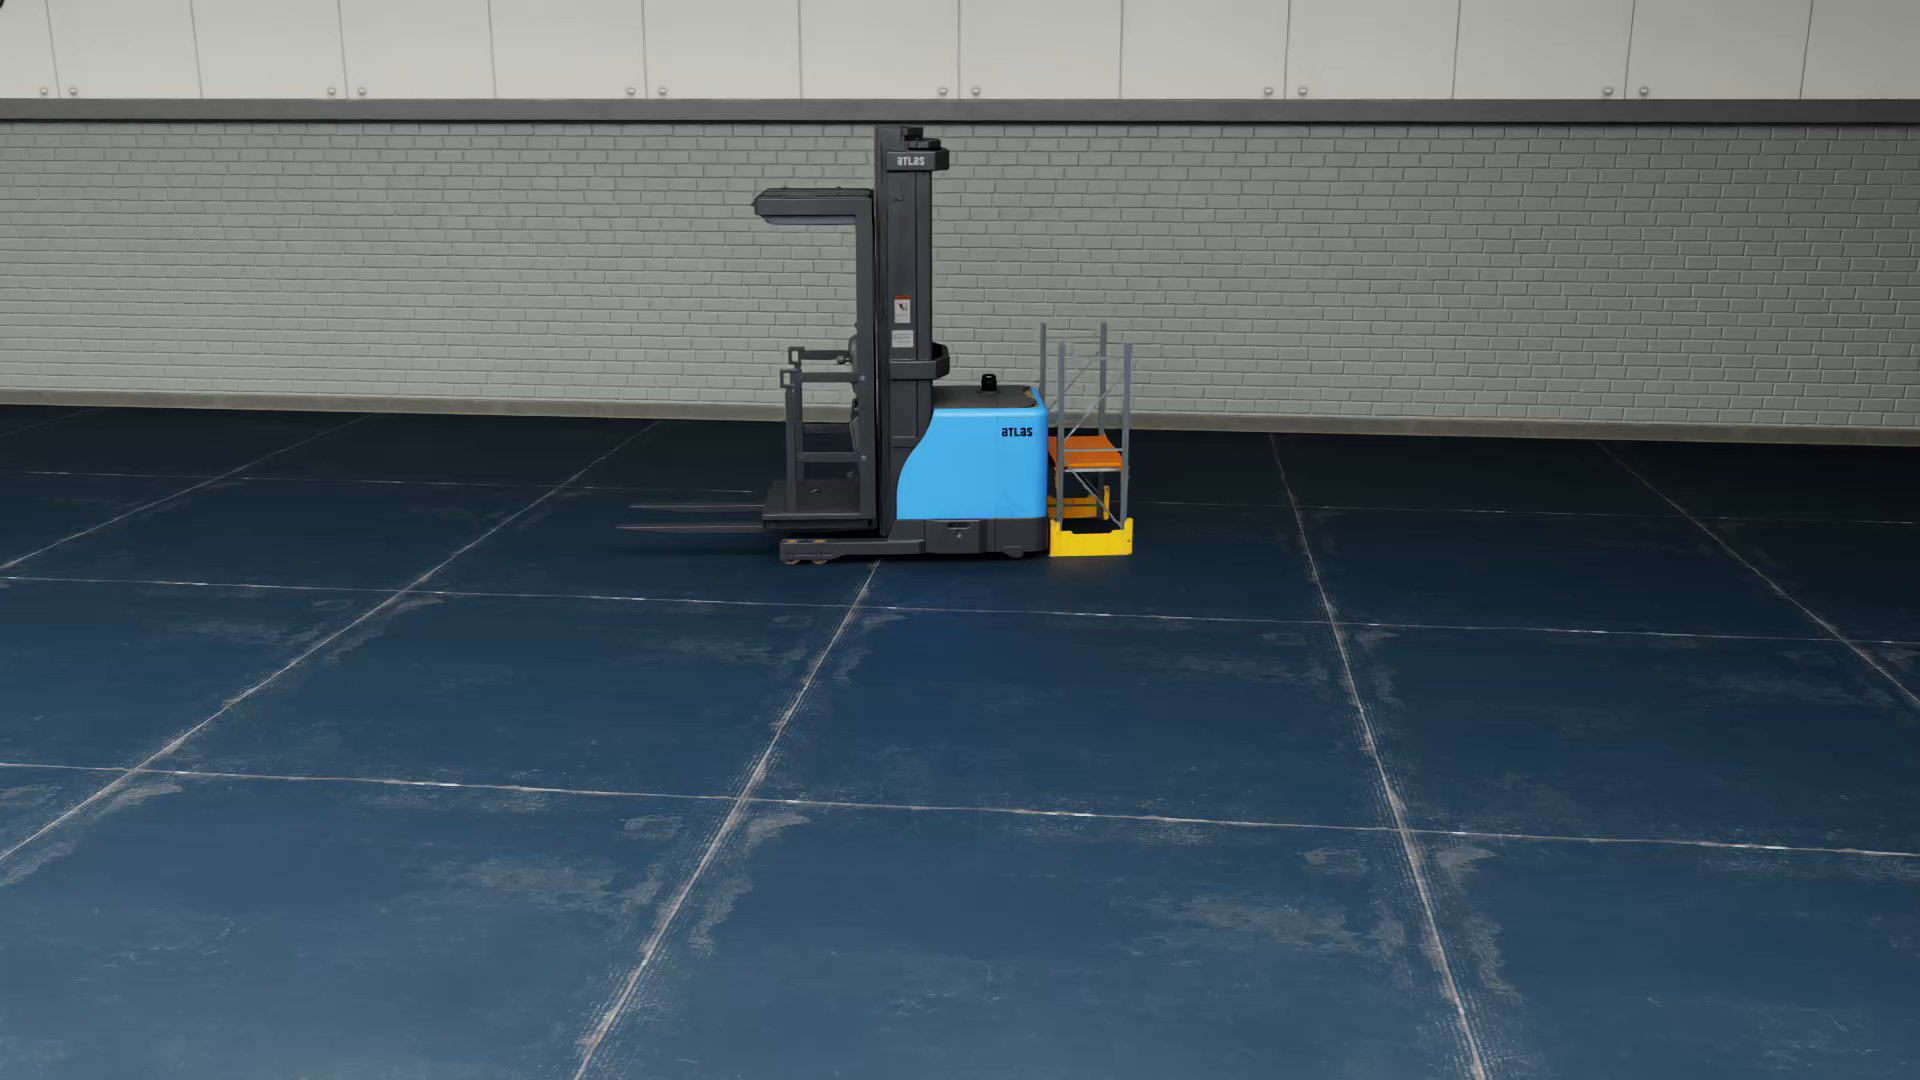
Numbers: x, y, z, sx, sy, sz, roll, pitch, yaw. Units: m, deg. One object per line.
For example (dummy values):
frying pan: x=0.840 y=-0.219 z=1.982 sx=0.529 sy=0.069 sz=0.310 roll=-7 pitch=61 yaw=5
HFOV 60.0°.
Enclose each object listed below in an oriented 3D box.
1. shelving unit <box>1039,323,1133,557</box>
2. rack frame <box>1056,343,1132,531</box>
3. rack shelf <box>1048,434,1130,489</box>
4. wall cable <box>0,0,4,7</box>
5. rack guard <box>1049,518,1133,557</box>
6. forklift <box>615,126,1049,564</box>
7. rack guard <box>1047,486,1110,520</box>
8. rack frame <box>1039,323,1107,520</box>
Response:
shelving unit: x=0.887 y=-0.753 z=12.074 sx=0.587 sy=1.500 sz=1.083 roll=-1 pitch=15 yaw=-4
rack frame: x=0.926 y=-0.623 z=11.594 sx=0.500 sy=1.500 sz=0.032 roll=-1 pitch=15 yaw=-4
rack shelf: x=0.886 y=-0.582 z=12.130 sx=0.538 sy=0.185 sz=1.000 roll=-1 pitch=15 yaw=-4
wall cable: x=-10.445 y=-7.409 z=15.809 sx=2.305 sy=6.003 sz=0.169 roll=2 pitch=15 yaw=6
rack guard: x=0.926 y=-0.020 z=11.758 sx=0.587 sy=0.250 sz=0.087 roll=-1 pitch=15 yaw=-4
forklift: x=-0.909 y=-1.387 z=11.676 sx=3.031 sy=2.935 sz=1.130 roll=-1 pitch=15 yaw=-2
rack guard: x=0.847 y=-0.279 z=12.716 sx=0.587 sy=0.250 sz=0.087 roll=-1 pitch=15 yaw=-4
rack frame: x=0.846 y=-0.888 z=12.572 sx=0.500 sy=1.500 sz=0.032 roll=-1 pitch=15 yaw=-4
